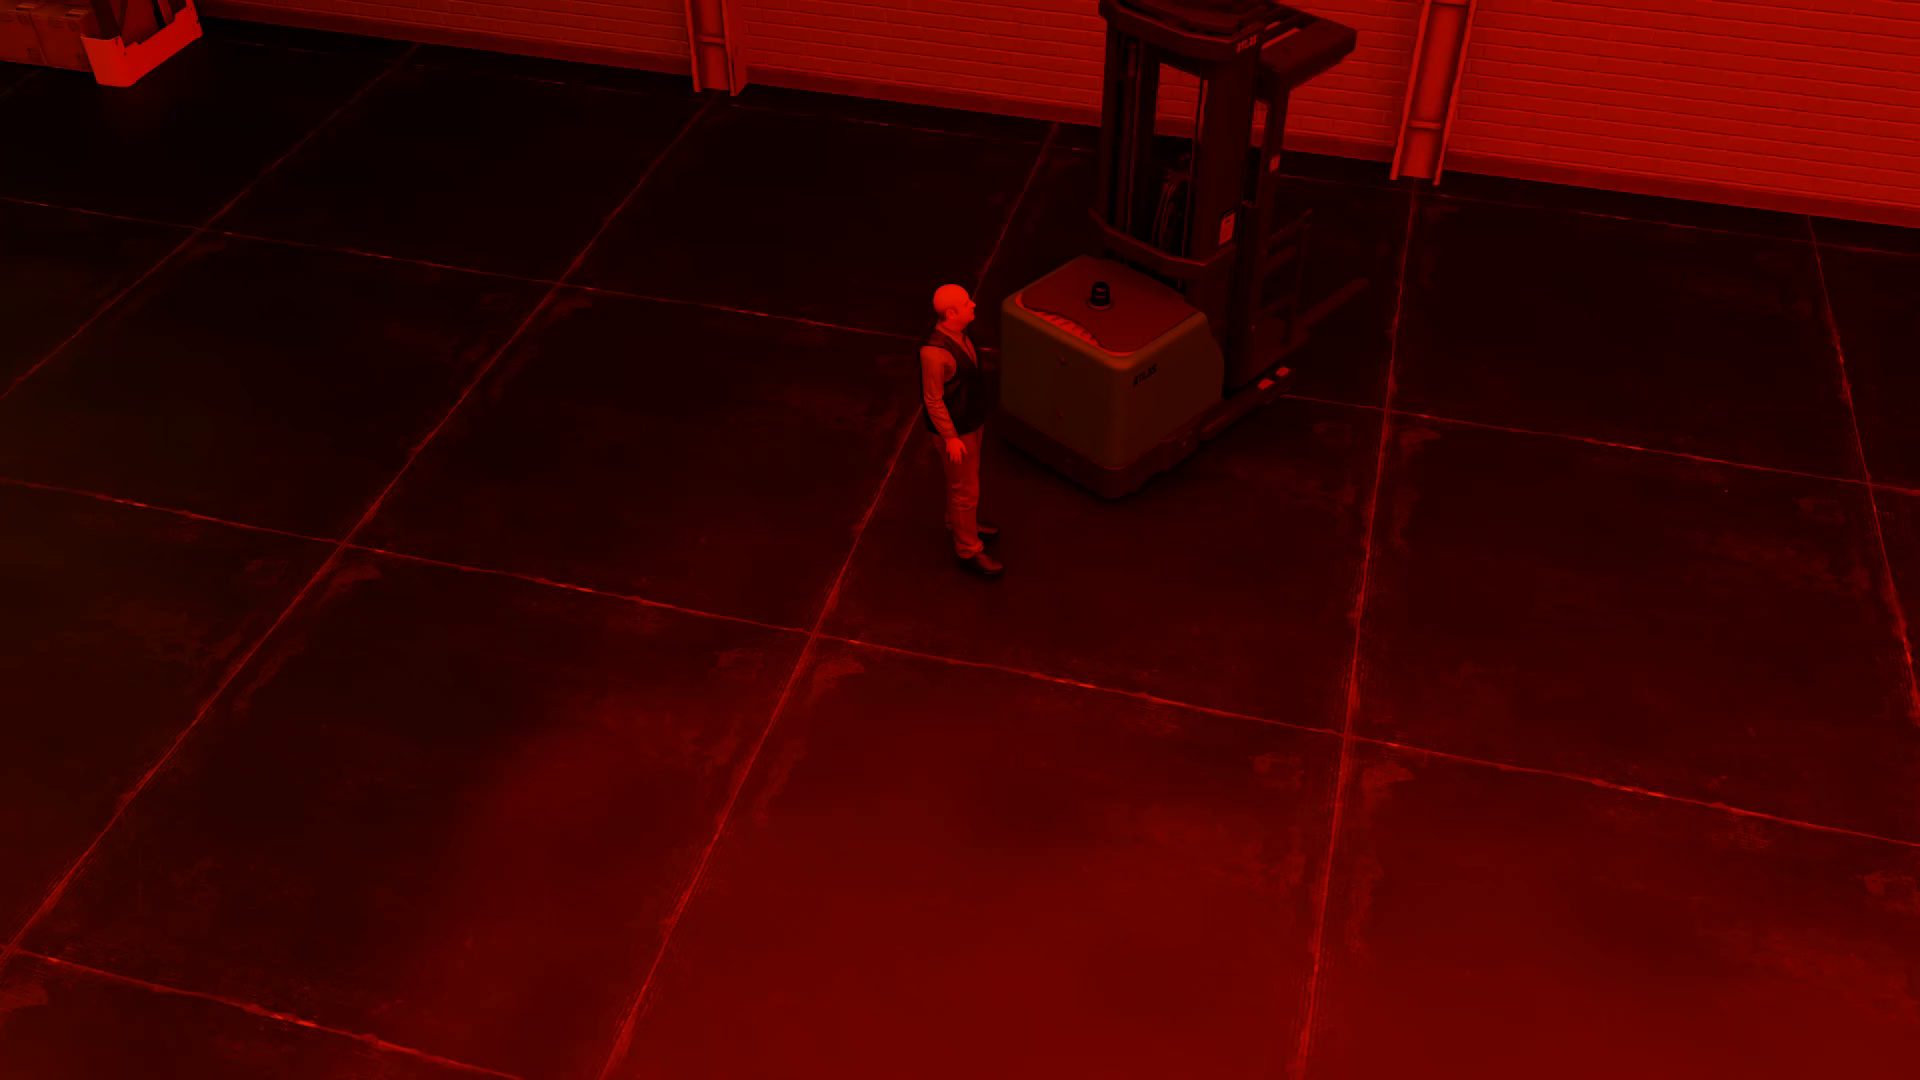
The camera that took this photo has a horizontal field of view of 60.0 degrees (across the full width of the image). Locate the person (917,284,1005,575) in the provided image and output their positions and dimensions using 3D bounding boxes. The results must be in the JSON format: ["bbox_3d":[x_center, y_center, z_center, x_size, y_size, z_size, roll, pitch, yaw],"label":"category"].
[{"bbox_3d":[0.058,-0.668,9.469,0.567,1.721,0.633,10,42,11],"label":"person"}]

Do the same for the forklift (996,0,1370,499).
[{"bbox_3d":[1.625,-2.226,10.401,1.130,2.935,3.031,33,51,32],"label":"forklift"}]
